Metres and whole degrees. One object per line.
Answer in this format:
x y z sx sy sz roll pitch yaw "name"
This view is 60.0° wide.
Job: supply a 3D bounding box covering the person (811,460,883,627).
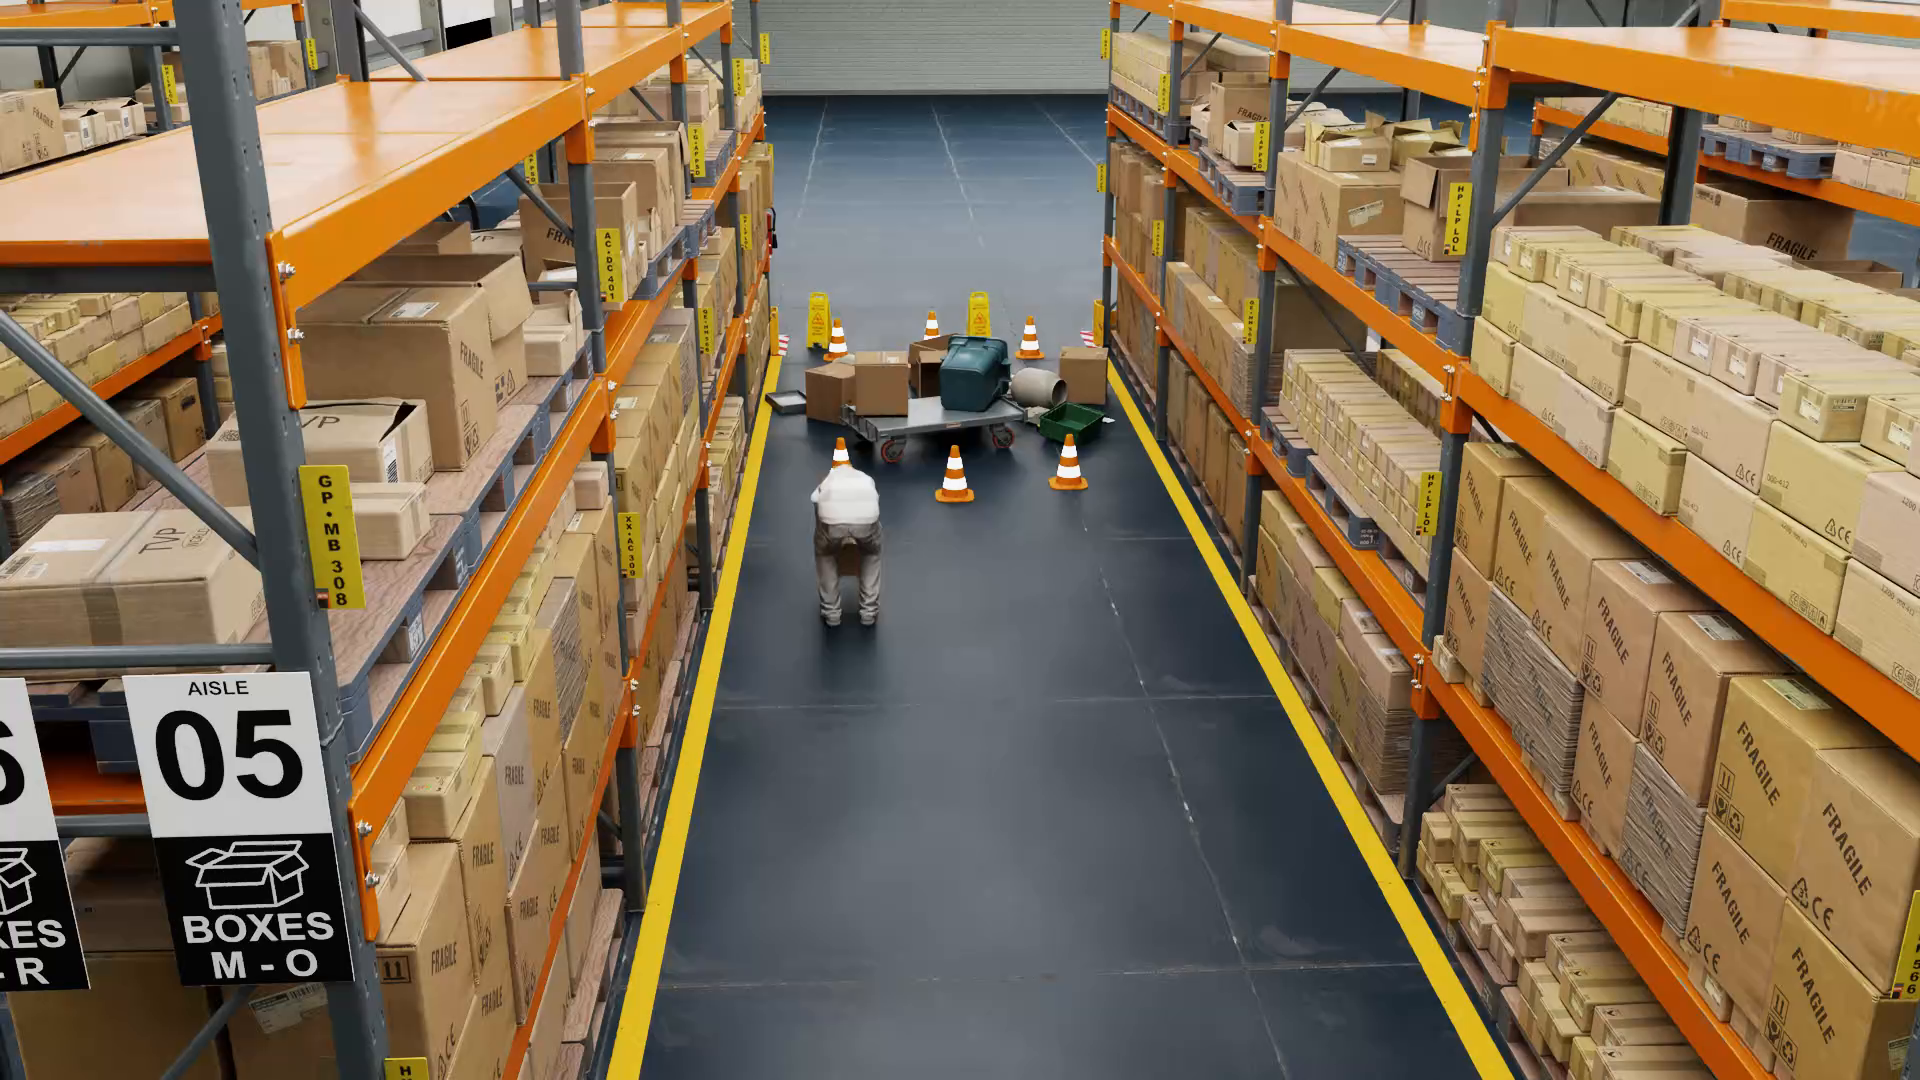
-0.820 -0.010 12.078 0.506 1.085 0.992 -2 20 -5 "person"
